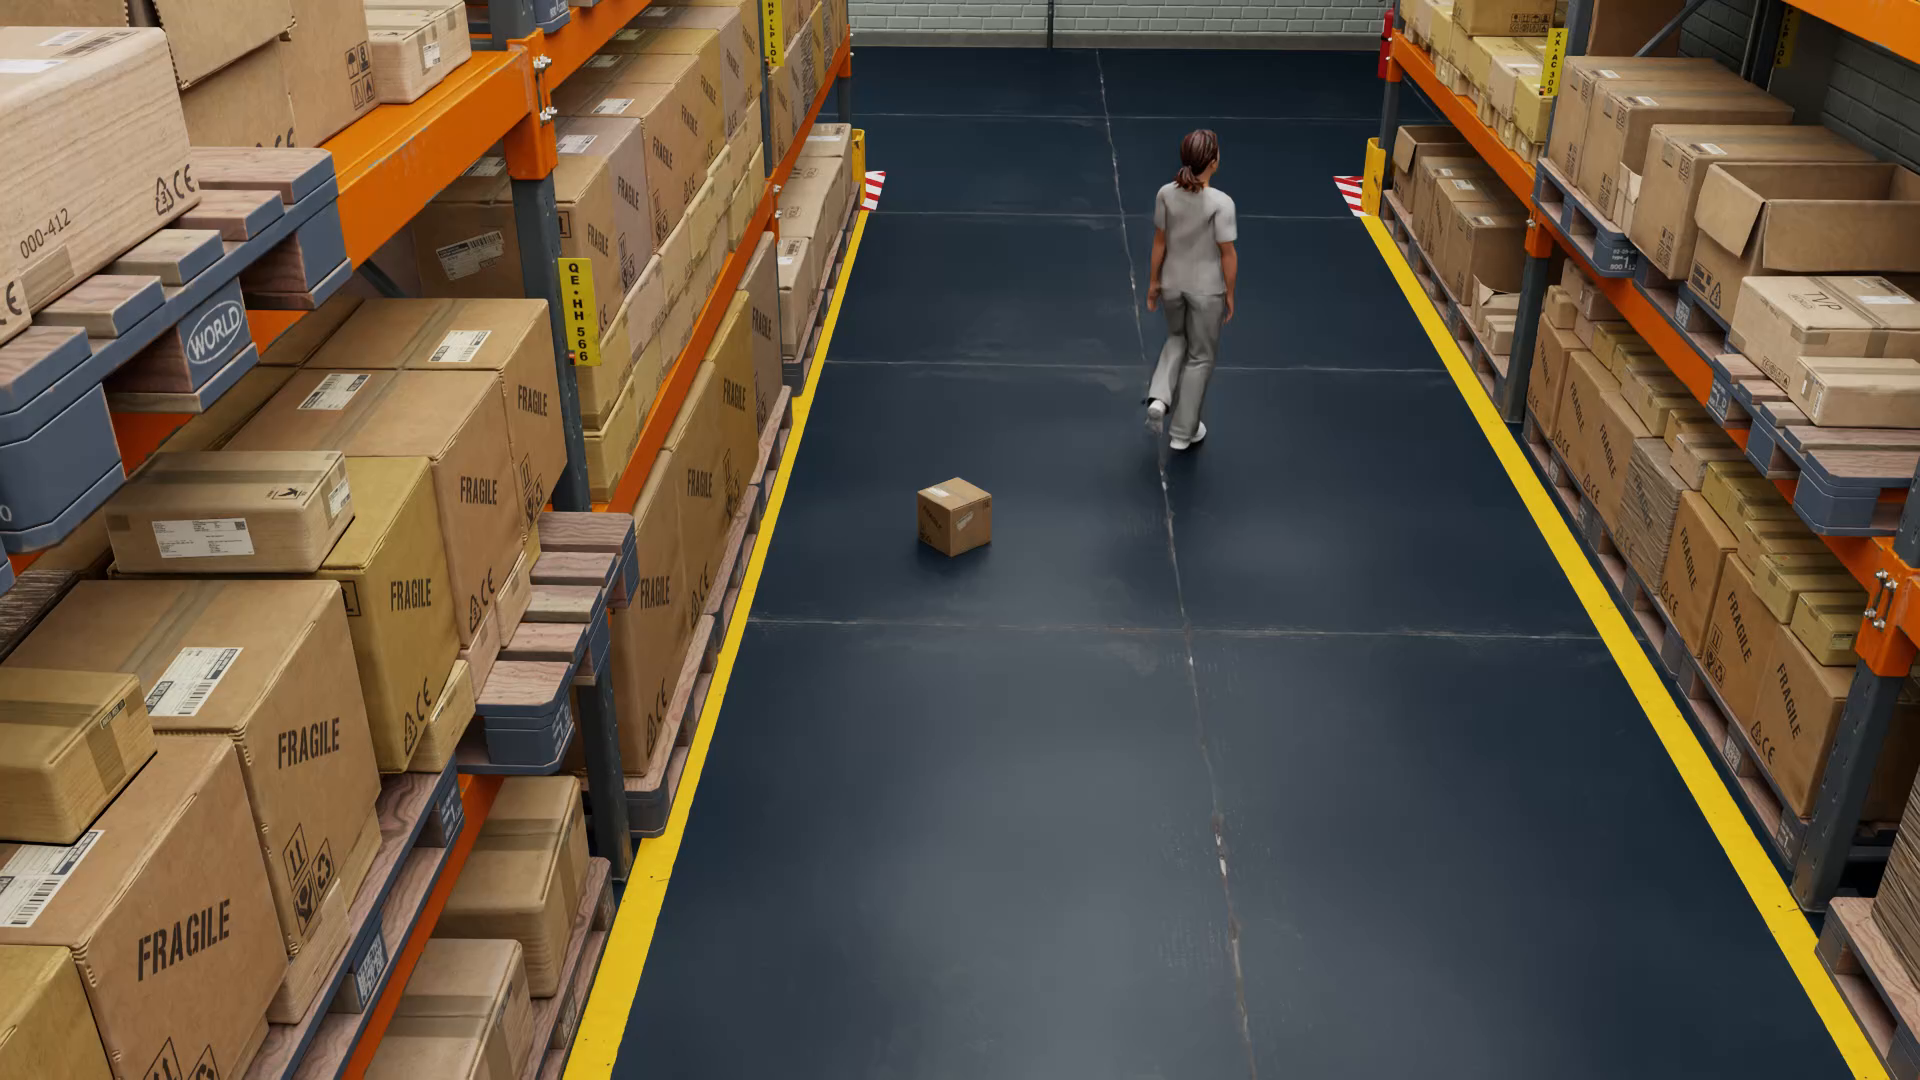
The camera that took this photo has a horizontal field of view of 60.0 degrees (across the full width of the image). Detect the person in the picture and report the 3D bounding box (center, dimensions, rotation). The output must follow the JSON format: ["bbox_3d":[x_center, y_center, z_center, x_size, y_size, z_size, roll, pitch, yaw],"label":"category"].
[{"bbox_3d":[1.186,-1.258,8.423,0.470,1.666,0.470,19,33,31],"label":"person"}]
